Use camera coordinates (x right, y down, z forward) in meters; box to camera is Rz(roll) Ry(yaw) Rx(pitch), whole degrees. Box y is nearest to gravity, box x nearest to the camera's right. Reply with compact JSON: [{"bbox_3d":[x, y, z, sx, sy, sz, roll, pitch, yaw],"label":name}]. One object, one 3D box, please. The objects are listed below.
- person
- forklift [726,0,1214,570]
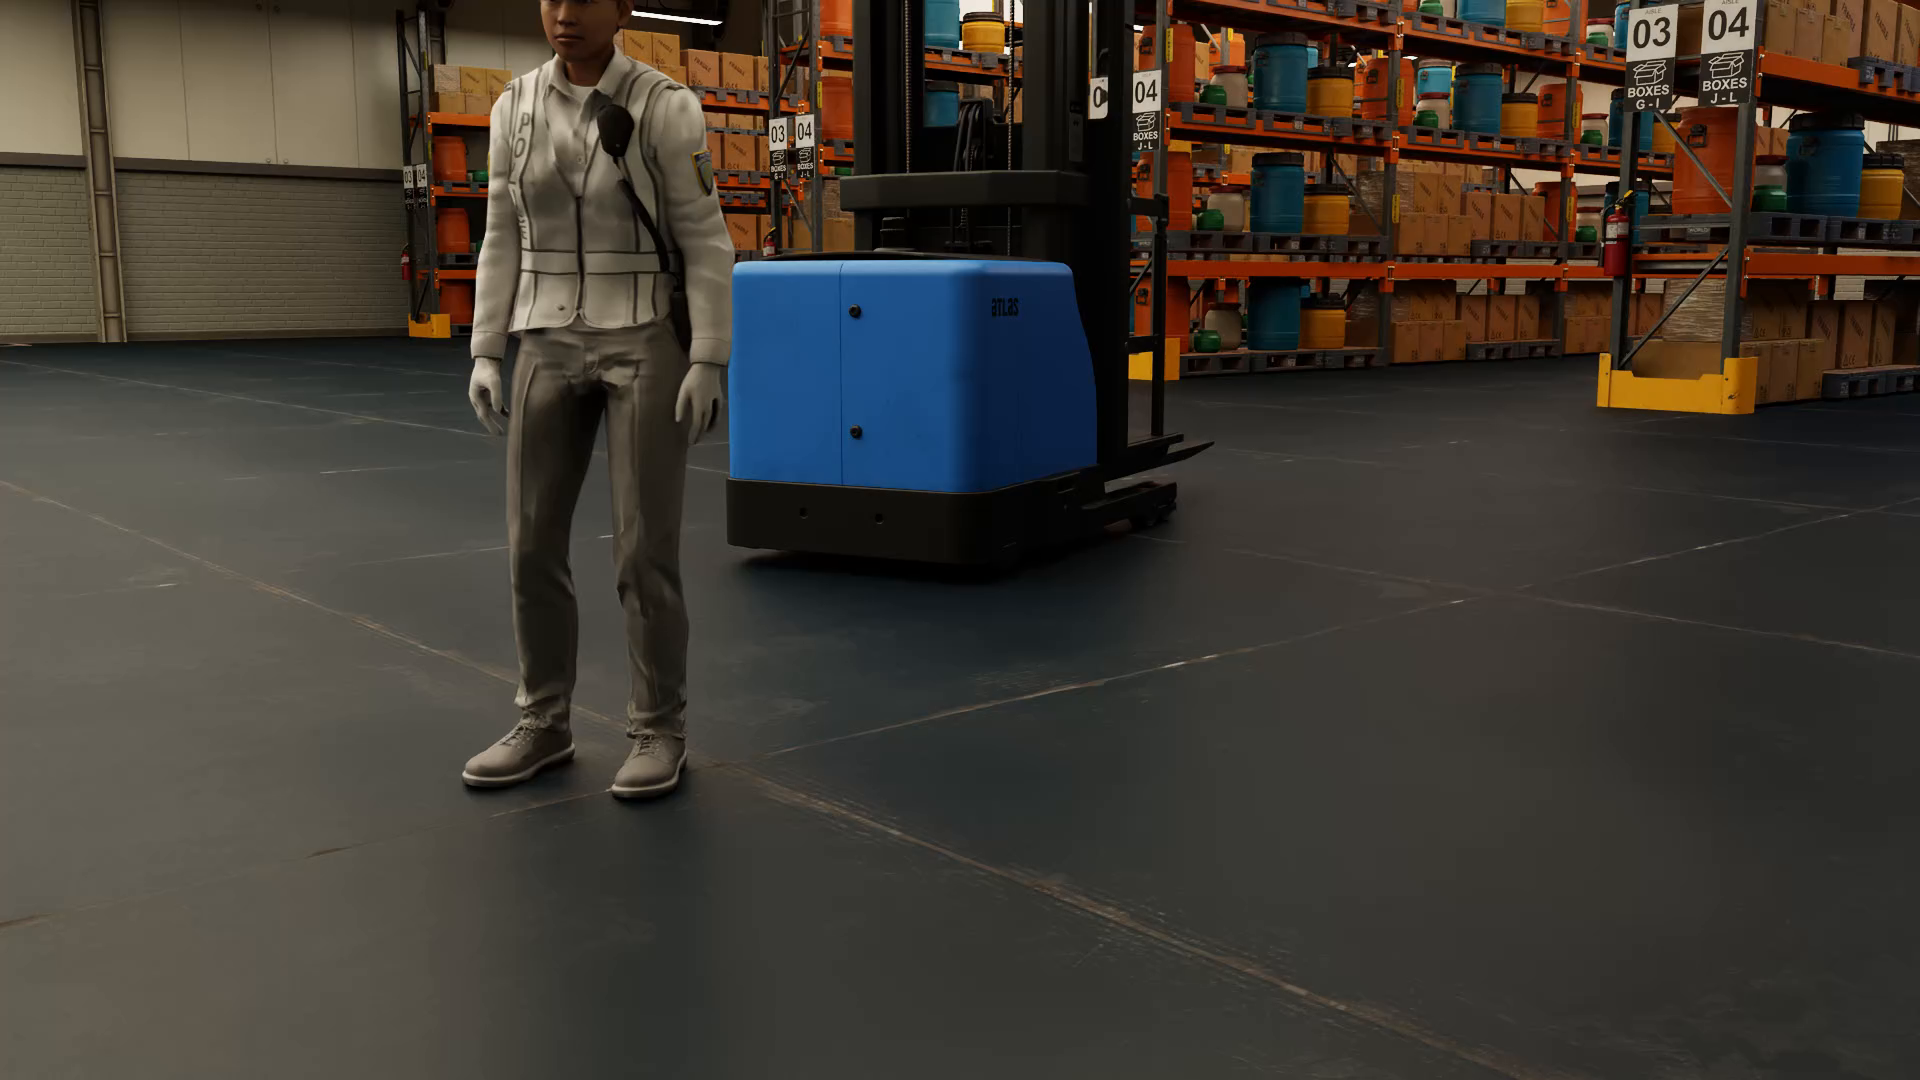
[{"bbox_3d":[-0.716,-0.339,3.296,0.546,1.664,0.376,2,9,11],"label":"person"},{"bbox_3d":[0.275,-1.531,6.852,1.130,2.935,3.031,4,10,26],"label":"forklift"}]
